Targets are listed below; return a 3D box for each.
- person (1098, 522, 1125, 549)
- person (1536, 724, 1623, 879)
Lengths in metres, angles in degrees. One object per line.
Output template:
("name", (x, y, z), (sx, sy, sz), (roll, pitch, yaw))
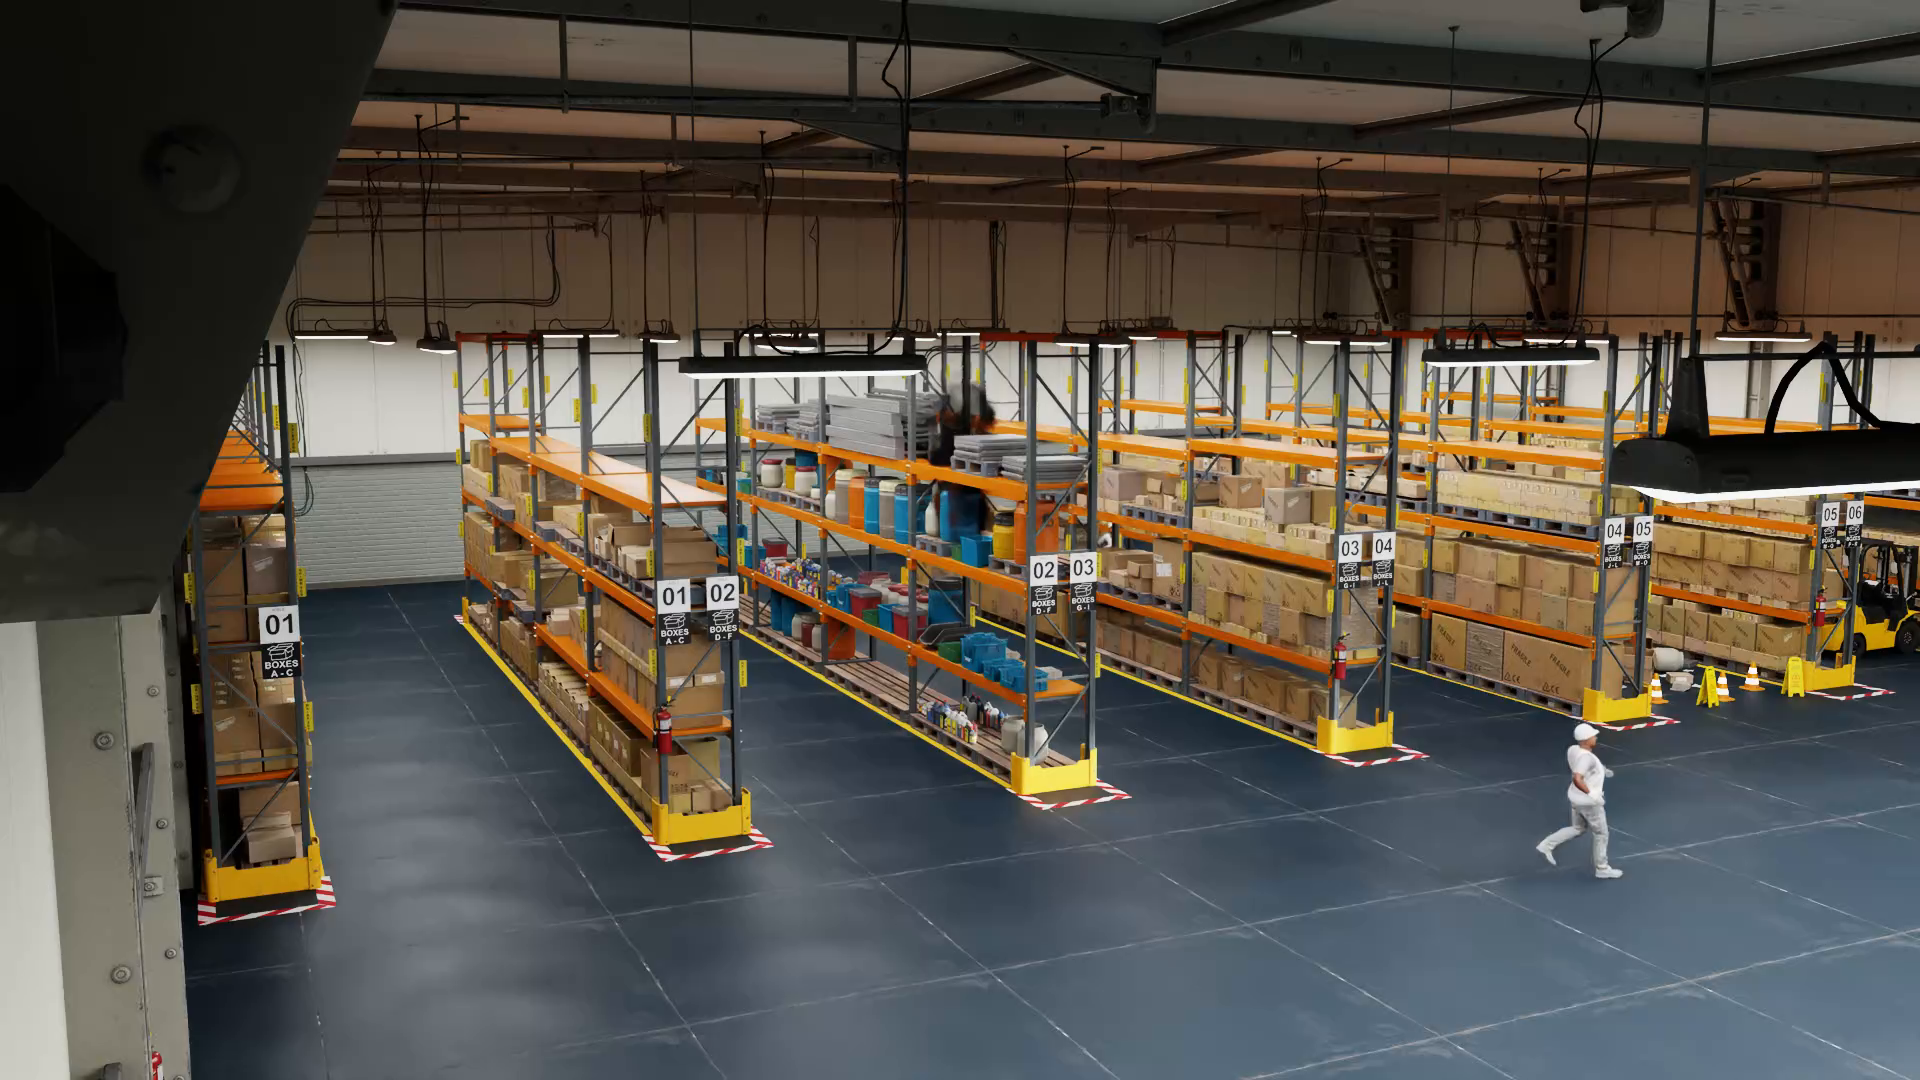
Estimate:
("person", (3.431, 0.456, 37.173), (0.634, 1.758, 0.680), (-4, 9, -26))
("person", (7.024, 2.935, 18.737), (0.946, 1.762, 0.696), (0, 8, 2))
